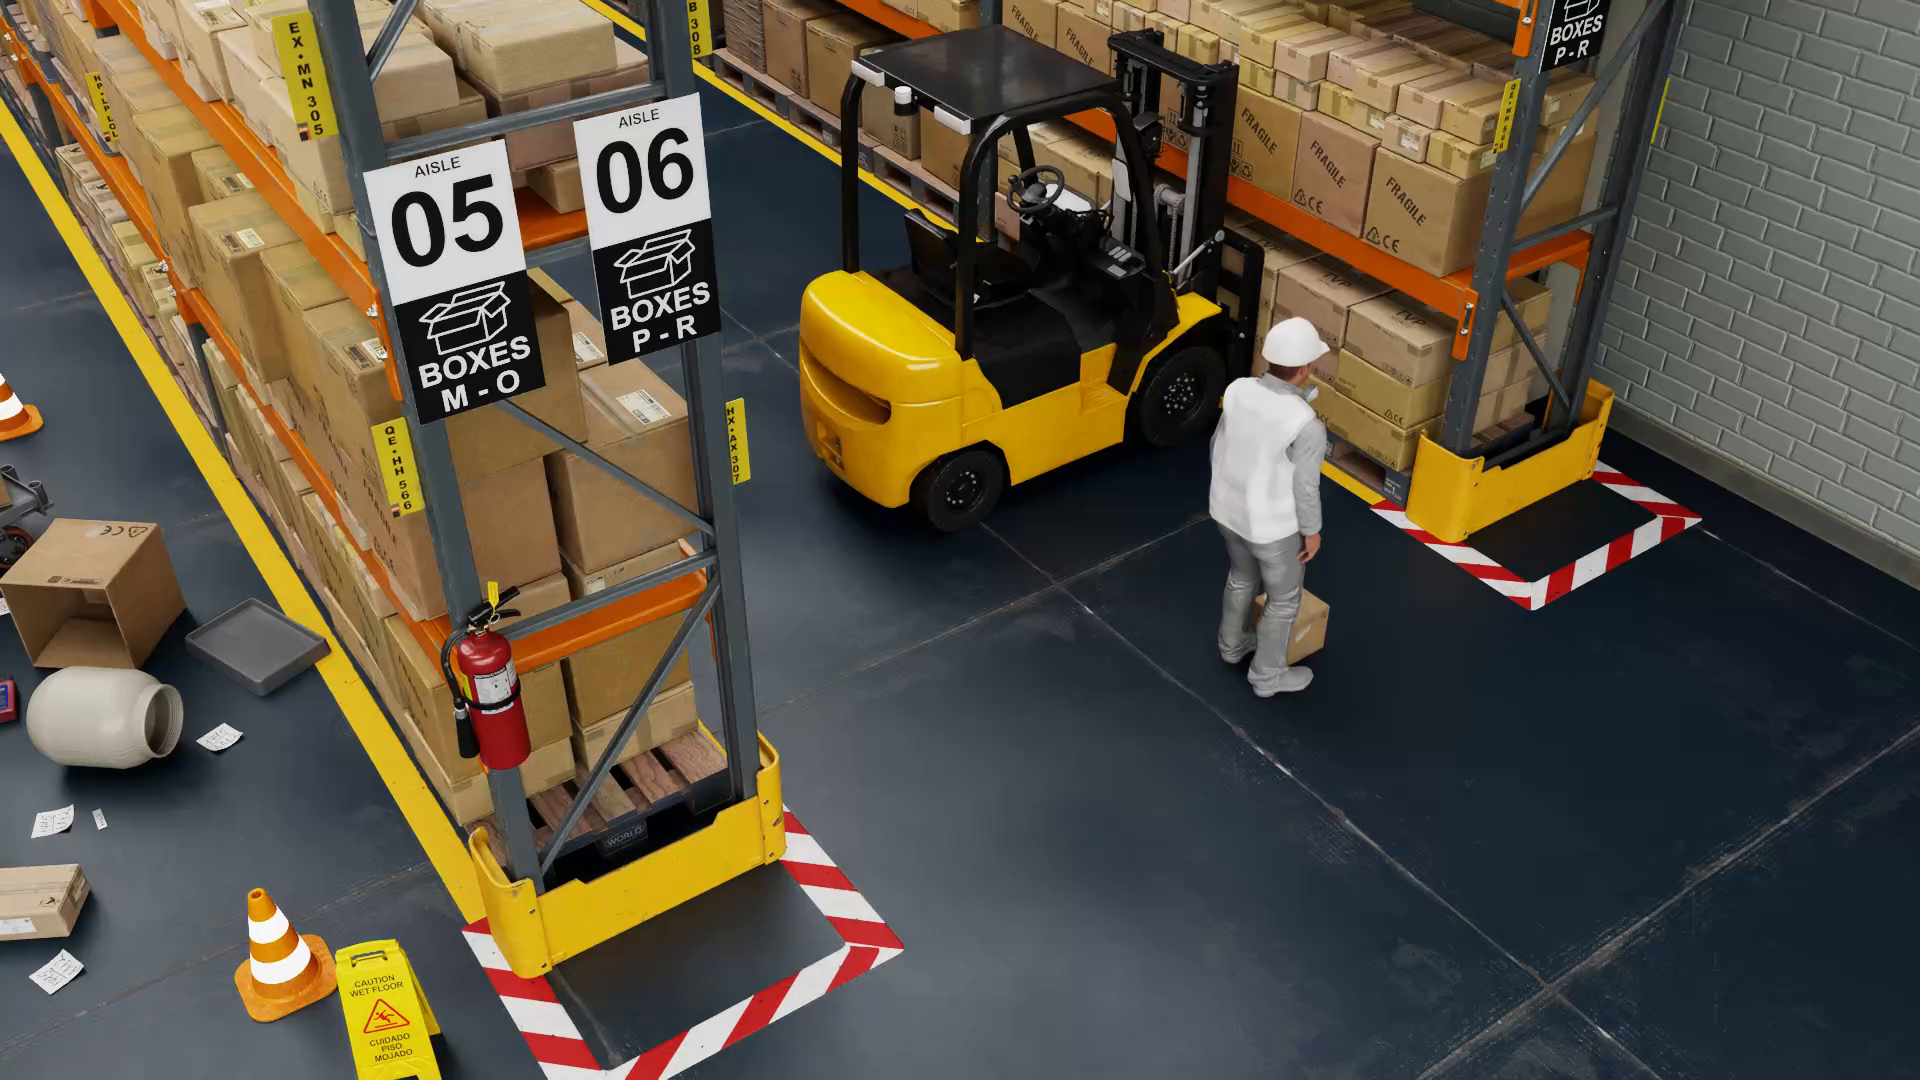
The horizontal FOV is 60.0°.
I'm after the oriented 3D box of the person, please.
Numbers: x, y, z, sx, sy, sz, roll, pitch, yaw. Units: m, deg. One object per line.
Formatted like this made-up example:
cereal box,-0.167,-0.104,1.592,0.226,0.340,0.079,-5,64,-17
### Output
person,1.319,-0.135,7.167,0.475,1.769,0.579,-24,43,-30
